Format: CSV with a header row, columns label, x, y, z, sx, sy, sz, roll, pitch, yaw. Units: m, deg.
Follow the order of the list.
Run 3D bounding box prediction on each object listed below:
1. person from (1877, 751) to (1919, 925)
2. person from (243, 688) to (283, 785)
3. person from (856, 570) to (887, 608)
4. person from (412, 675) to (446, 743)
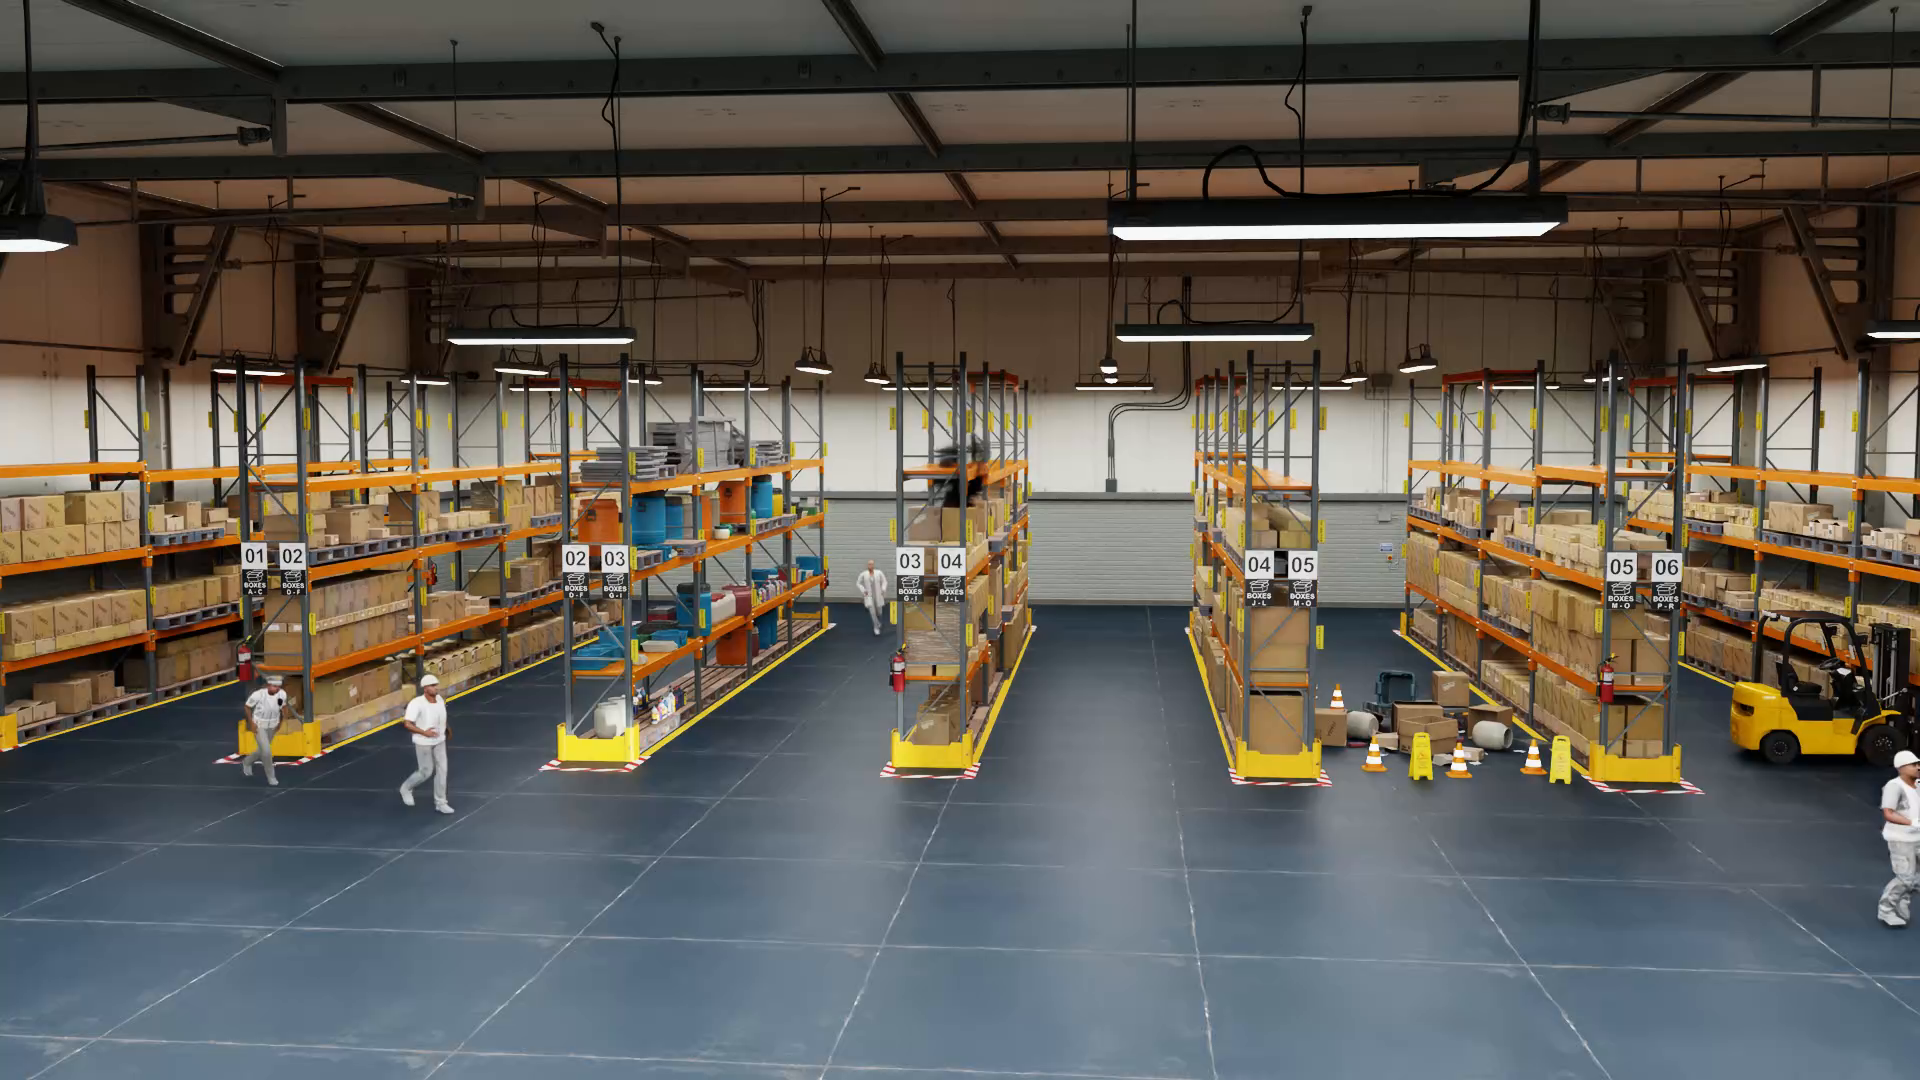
label,x,y,z,sx,sy,sz,roll,pitch,yaw
person,9.351,2.949,16.383,0.467,1.746,0.544,-3,5,-33
person,-9.737,2.714,23.173,0.876,1.384,0.410,4,5,42
person,-2.070,1.157,39.292,0.732,0.937,0.447,-1,4,-8
person,-6.799,2.160,21.311,0.357,0.876,0.436,2,5,30
